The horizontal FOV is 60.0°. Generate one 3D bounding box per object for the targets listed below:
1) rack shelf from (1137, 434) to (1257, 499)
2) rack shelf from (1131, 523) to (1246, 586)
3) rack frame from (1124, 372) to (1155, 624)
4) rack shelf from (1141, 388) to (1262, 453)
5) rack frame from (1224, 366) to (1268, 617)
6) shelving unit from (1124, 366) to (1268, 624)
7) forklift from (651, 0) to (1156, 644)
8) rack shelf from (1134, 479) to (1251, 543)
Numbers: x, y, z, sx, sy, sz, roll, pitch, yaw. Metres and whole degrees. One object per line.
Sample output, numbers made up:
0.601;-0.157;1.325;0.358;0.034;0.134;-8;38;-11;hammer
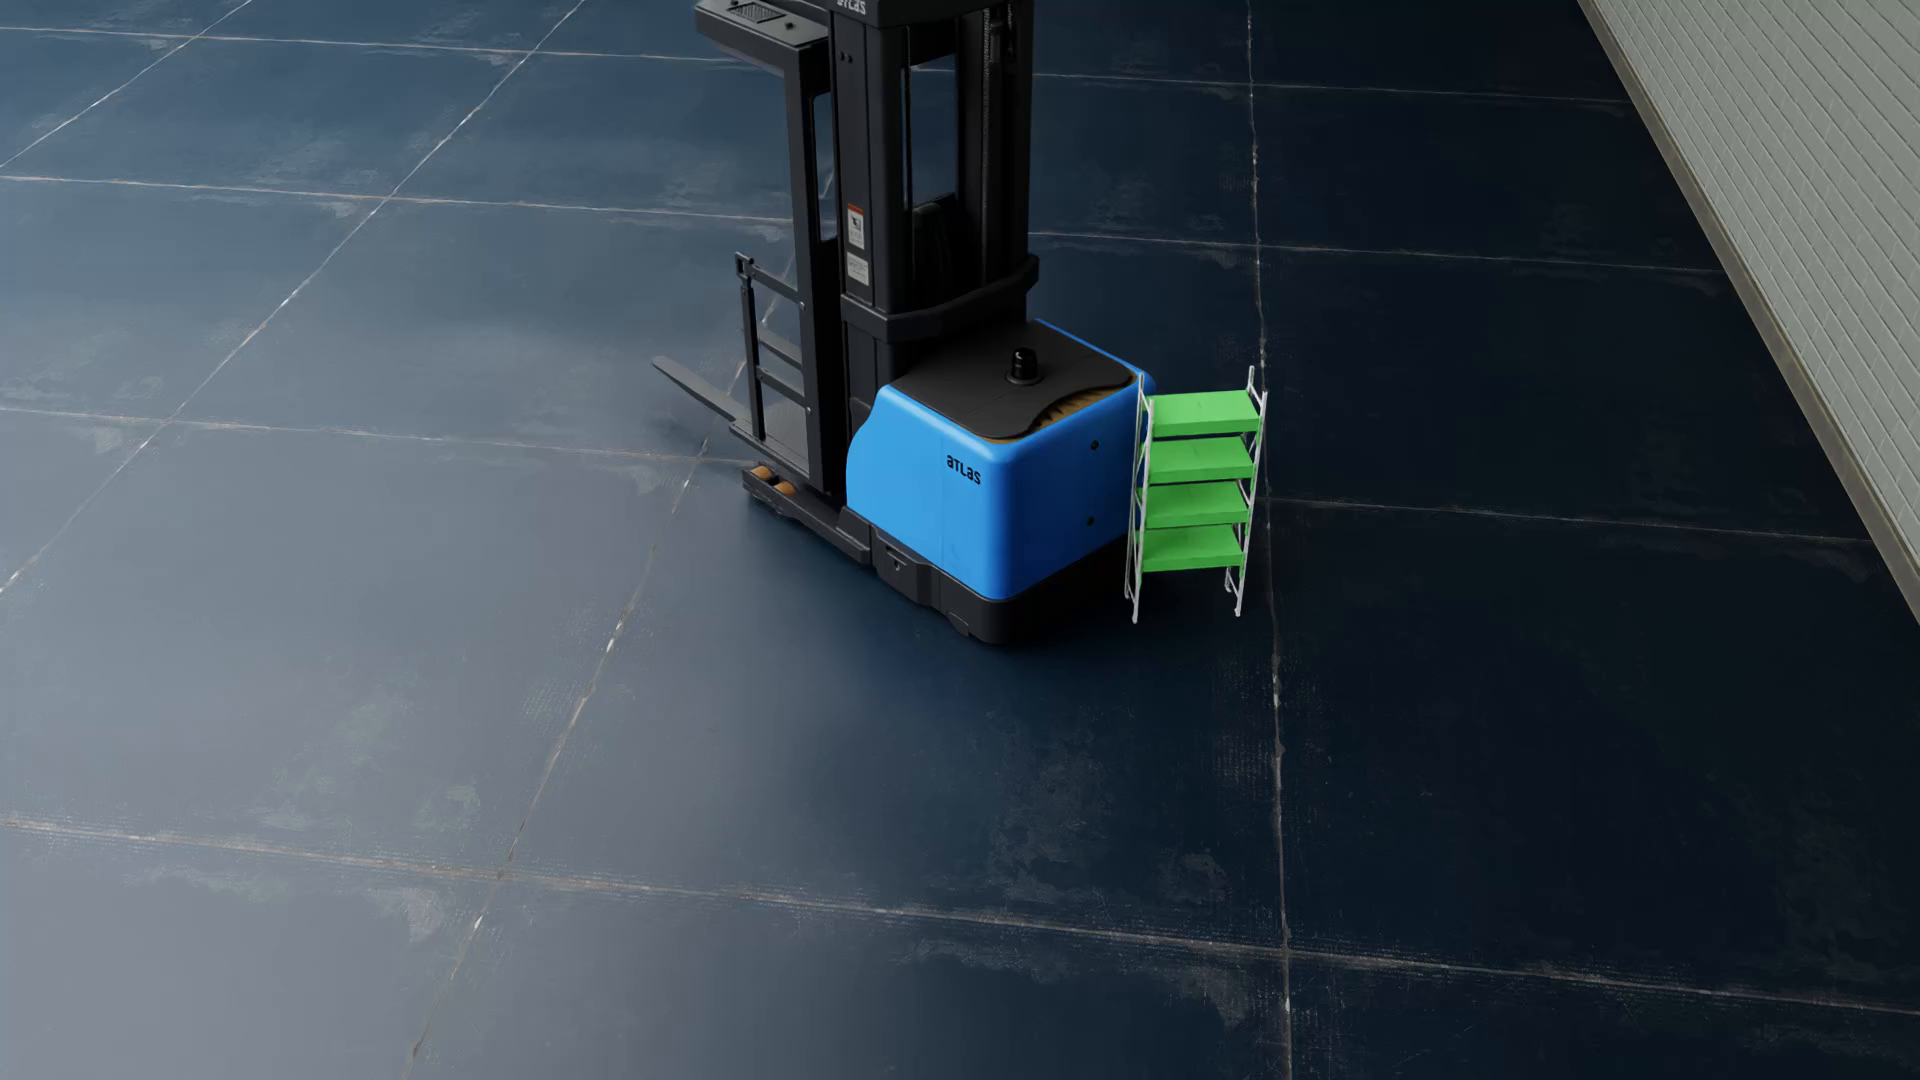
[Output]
1.042;-0.328;7.374;0.480;0.148;0.258;-4;36;-5;rack shelf
1.042;0.063;7.653;0.480;0.148;0.258;-4;36;-5;rack shelf
0.799;-0.169;7.454;0.015;1.200;0.240;-4;36;-5;rack frame
1.042;-0.524;7.234;0.480;0.148;0.258;-4;36;-5;rack shelf
1.284;-0.201;7.499;0.015;1.200;0.240;-4;36;-5;rack frame
1.042;-0.185;7.476;0.503;1.200;0.258;-4;36;-5;shelving unit
-0.464;-1.497;7.824;1.130;2.935;3.031;-28;44;-33;forklift
1.042;-0.133;7.513;0.480;0.148;0.258;-4;36;-5;rack shelf
